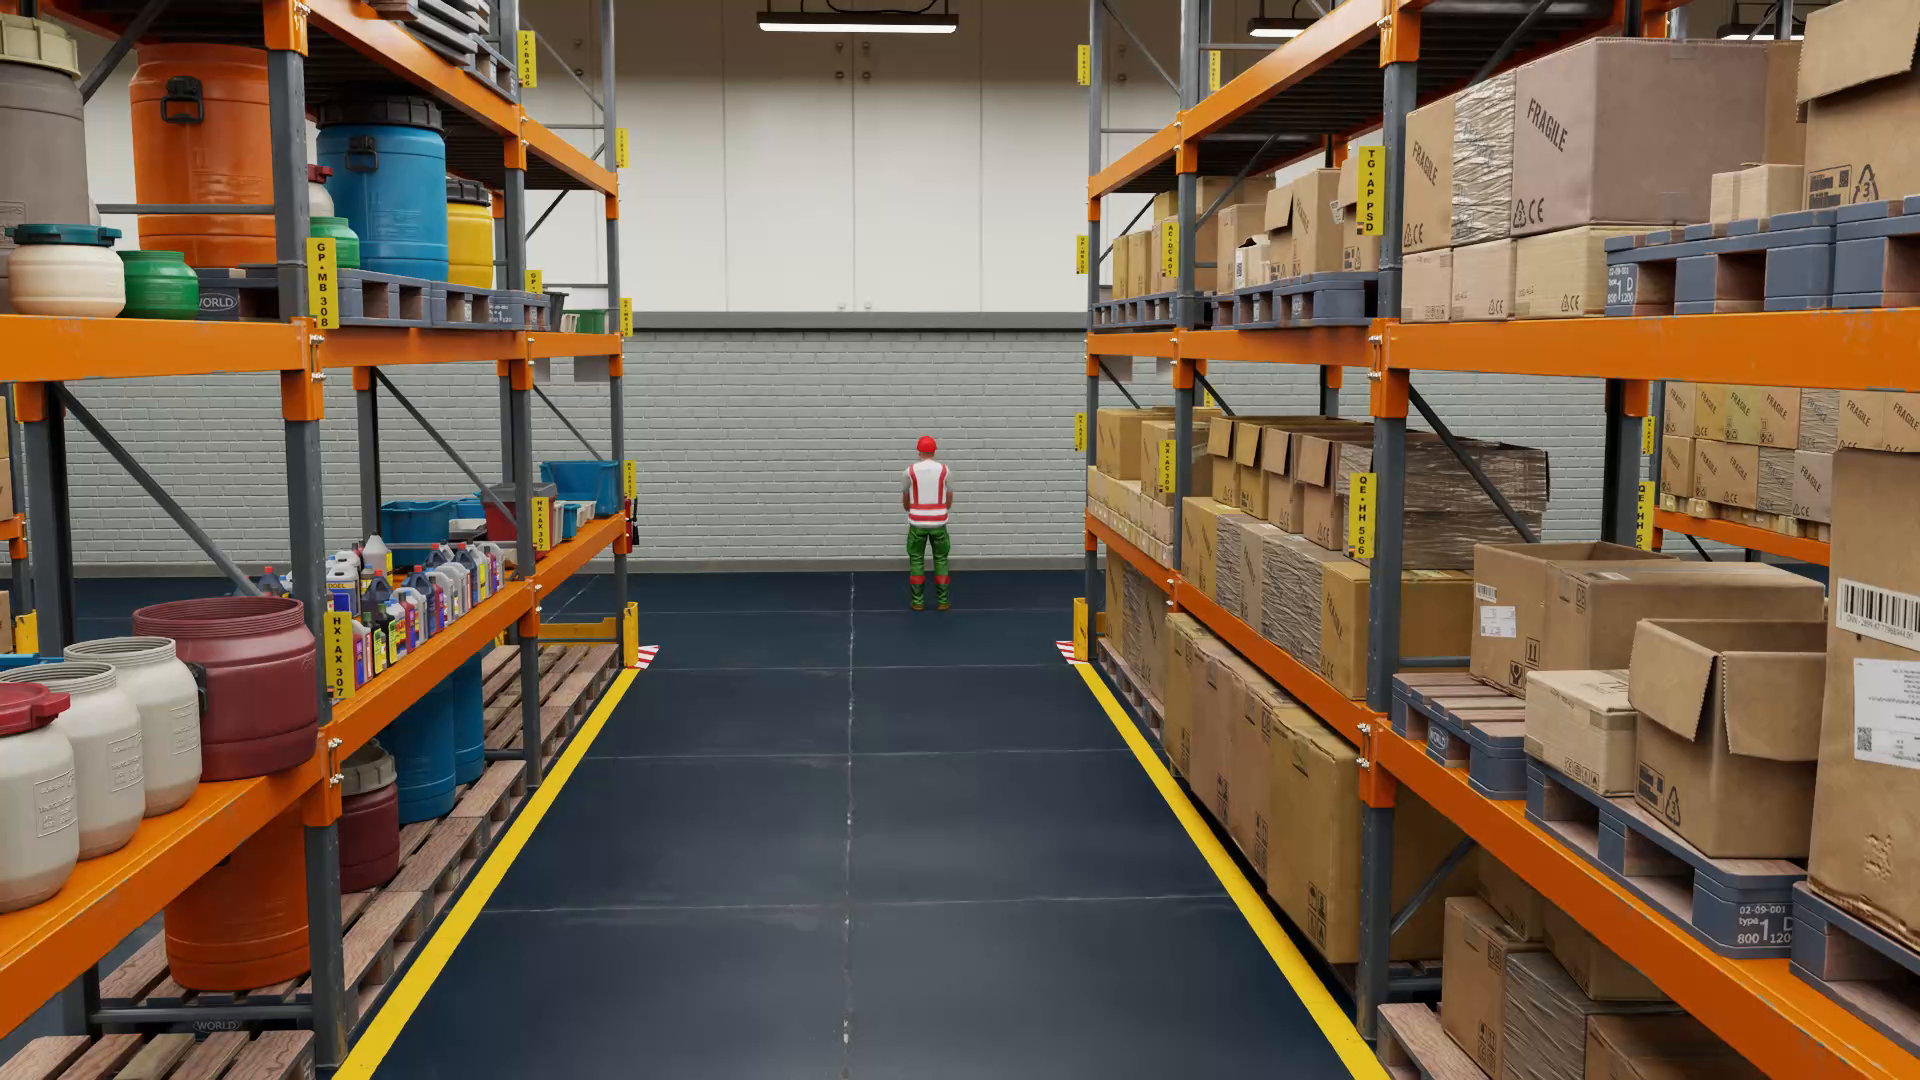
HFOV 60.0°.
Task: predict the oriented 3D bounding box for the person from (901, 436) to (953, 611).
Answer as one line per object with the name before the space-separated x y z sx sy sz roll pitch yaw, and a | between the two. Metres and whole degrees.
person | -0.339 -0.179 17.125 0.531 1.793 0.486 -1 7 -5
